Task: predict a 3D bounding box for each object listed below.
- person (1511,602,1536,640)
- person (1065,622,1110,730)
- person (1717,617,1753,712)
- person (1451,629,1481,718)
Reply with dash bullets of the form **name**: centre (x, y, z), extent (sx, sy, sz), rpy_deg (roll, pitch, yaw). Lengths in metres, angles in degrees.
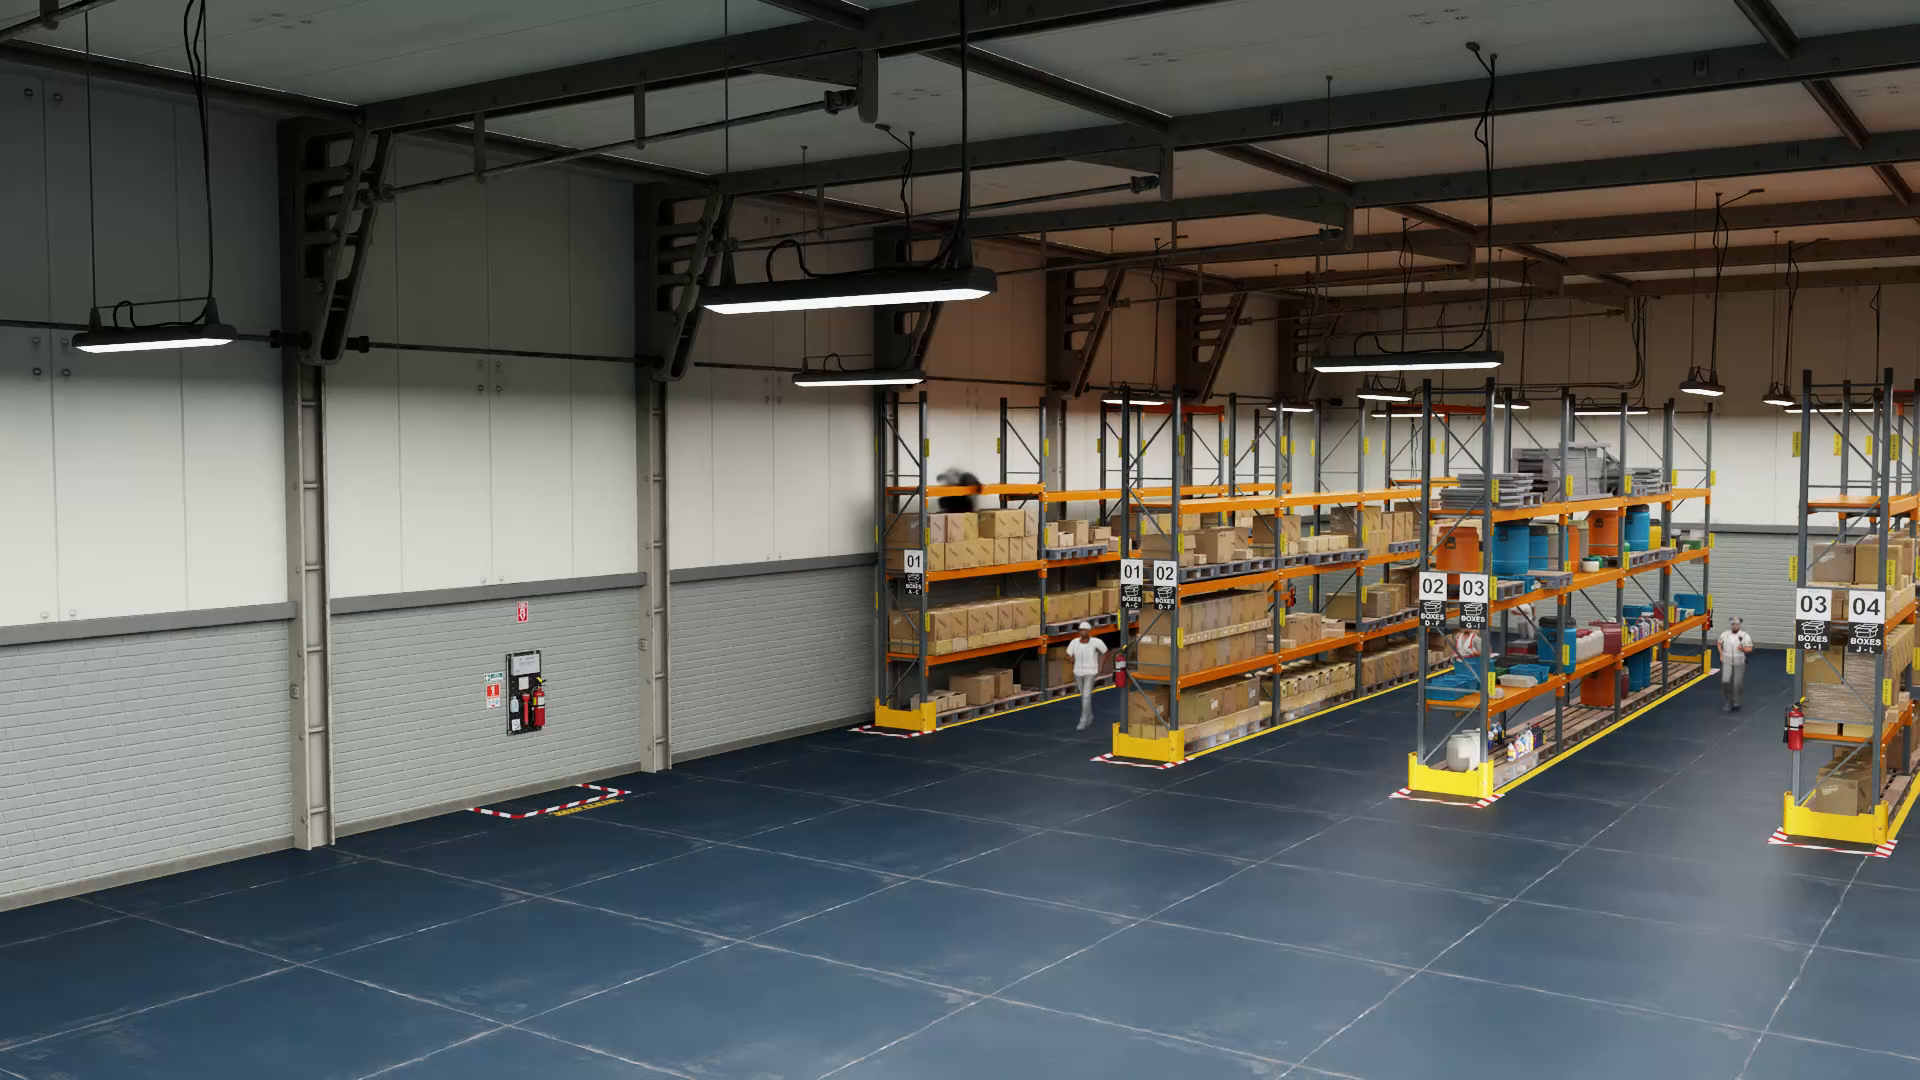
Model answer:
- **person**: centre (13.391, 1.992, 39.541), extent (0.598, 1.757, 0.763), rpy_deg (0, 3, 7)
- **person**: centre (2.108, 2.289, 28.050), extent (0.721, 1.829, 0.822), rpy_deg (2, 4, 27)
- **person**: centre (14.719, 2.373, 31.631), extent (0.638, 1.842, 0.723), rpy_deg (2, 4, 30)
- **person**: centre (9.399, 2.391, 30.935), extent (0.630, 1.844, 0.725), rpy_deg (2, 4, 31)
